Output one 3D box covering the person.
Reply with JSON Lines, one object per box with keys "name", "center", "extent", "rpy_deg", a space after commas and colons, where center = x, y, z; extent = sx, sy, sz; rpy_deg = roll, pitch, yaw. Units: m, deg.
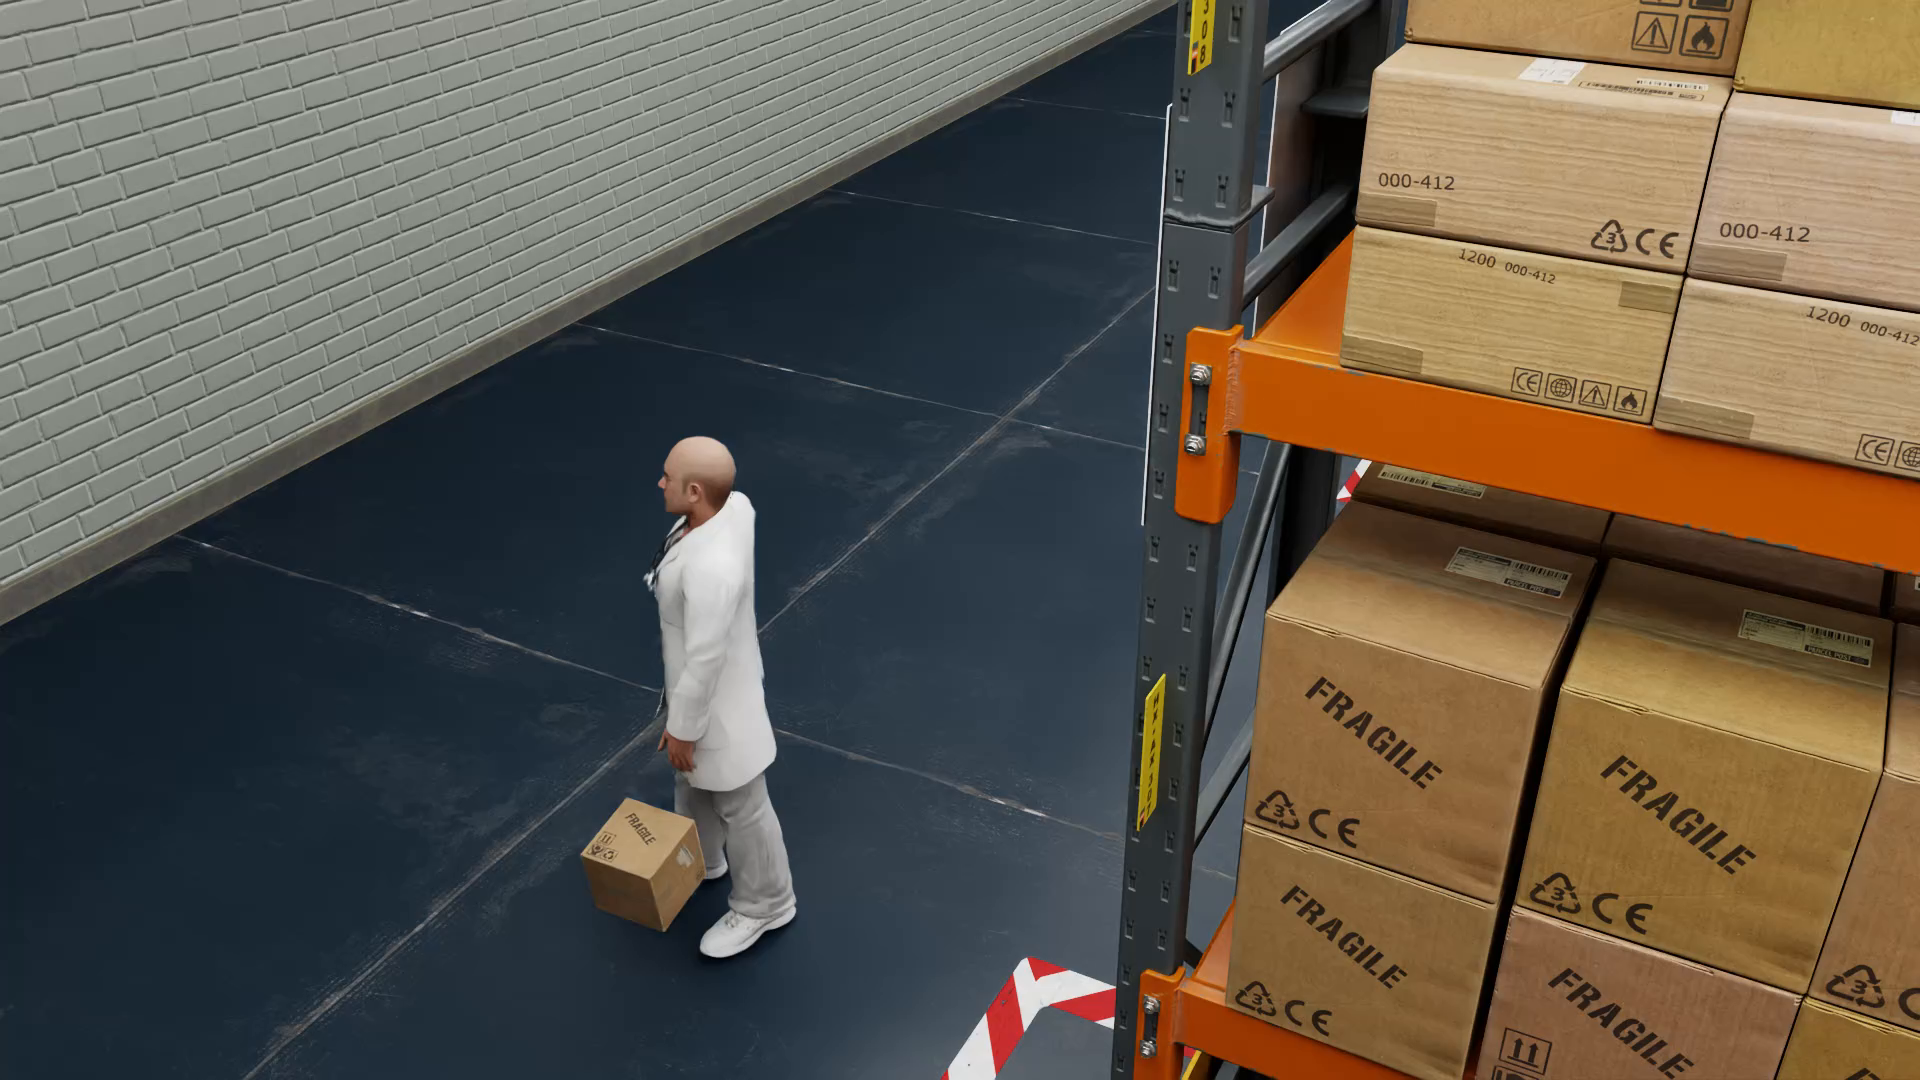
{"name": "person", "center": [-0.865, 0.450, 5.313], "extent": [0.669, 1.771, 0.714], "rpy_deg": [2, 30, 4]}
